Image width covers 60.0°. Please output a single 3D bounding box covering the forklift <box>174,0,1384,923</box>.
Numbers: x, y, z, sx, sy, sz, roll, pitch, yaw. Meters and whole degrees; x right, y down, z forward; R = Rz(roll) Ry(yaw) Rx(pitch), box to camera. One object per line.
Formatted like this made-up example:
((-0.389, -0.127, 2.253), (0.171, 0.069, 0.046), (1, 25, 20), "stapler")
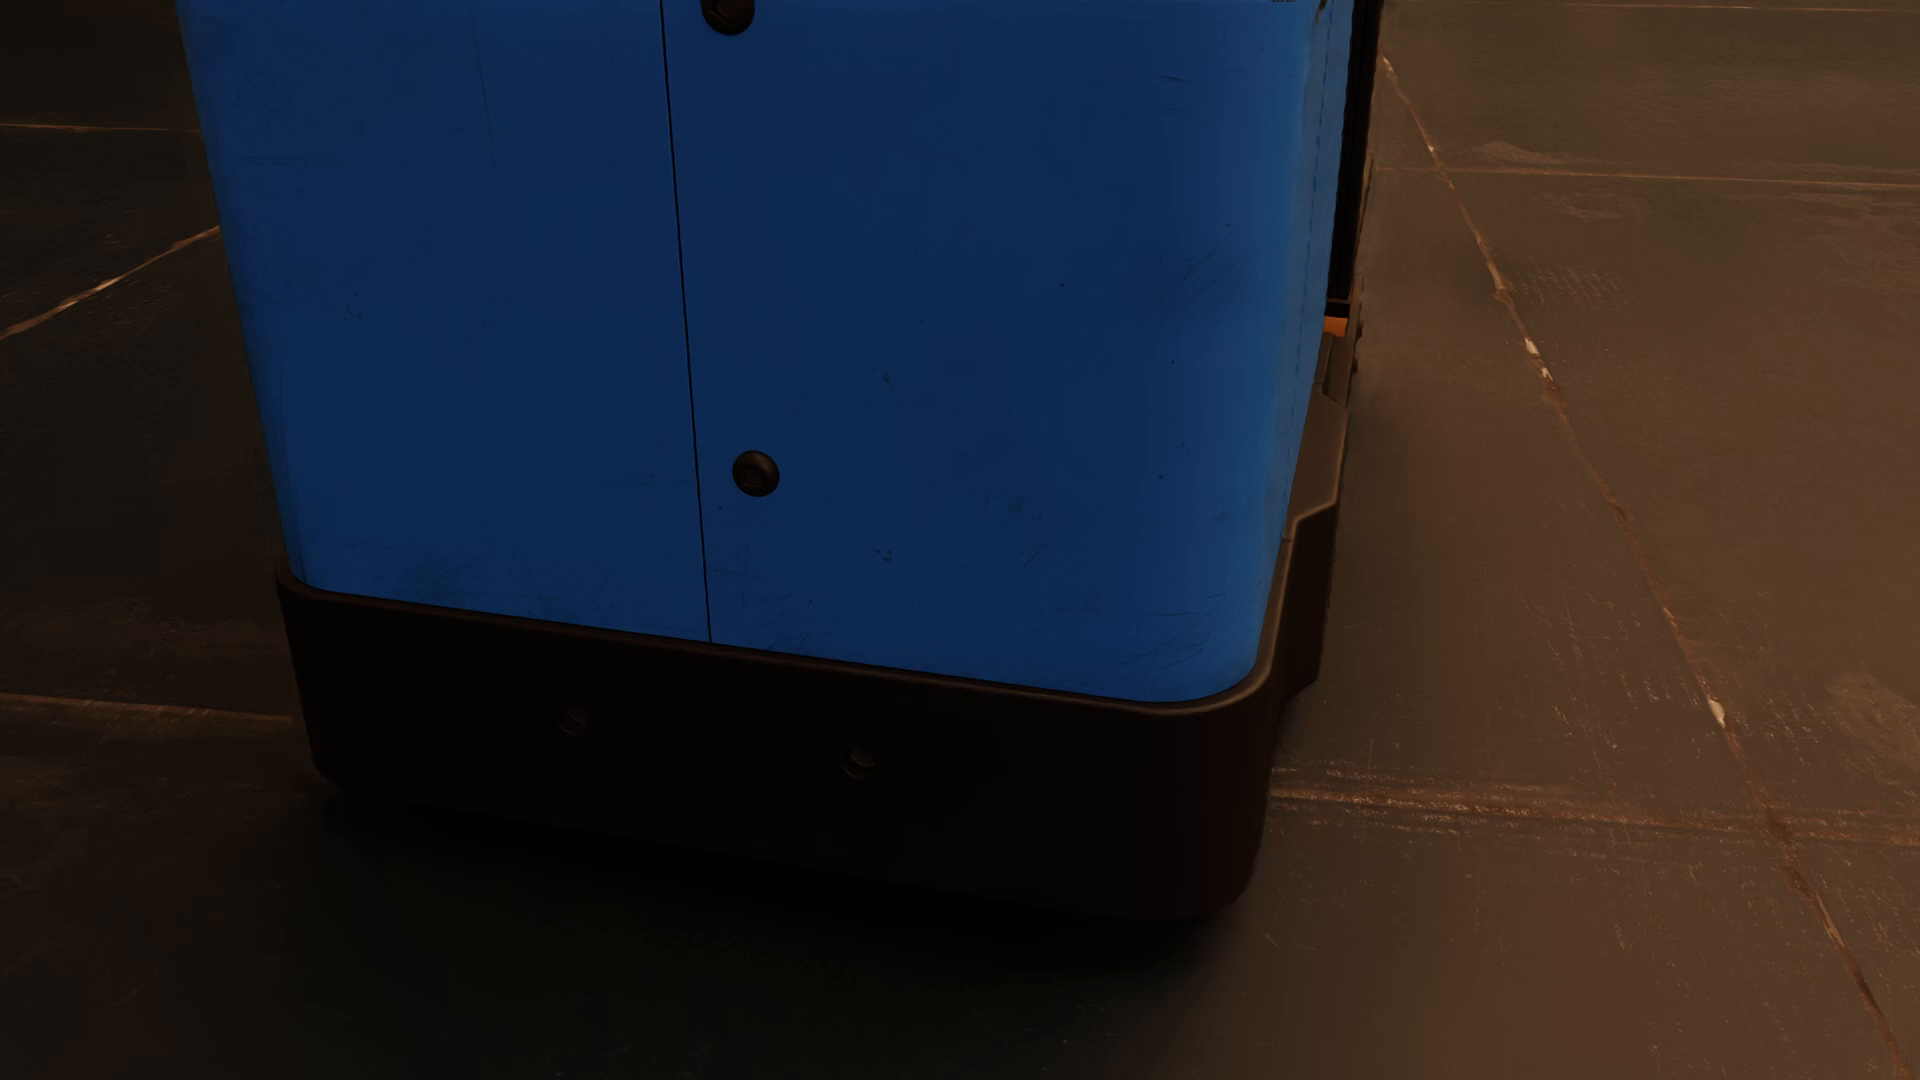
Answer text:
((0.141, -1.581, 2.385), (1.130, 2.935, 3.031), (7, 27, 13), "forklift")
